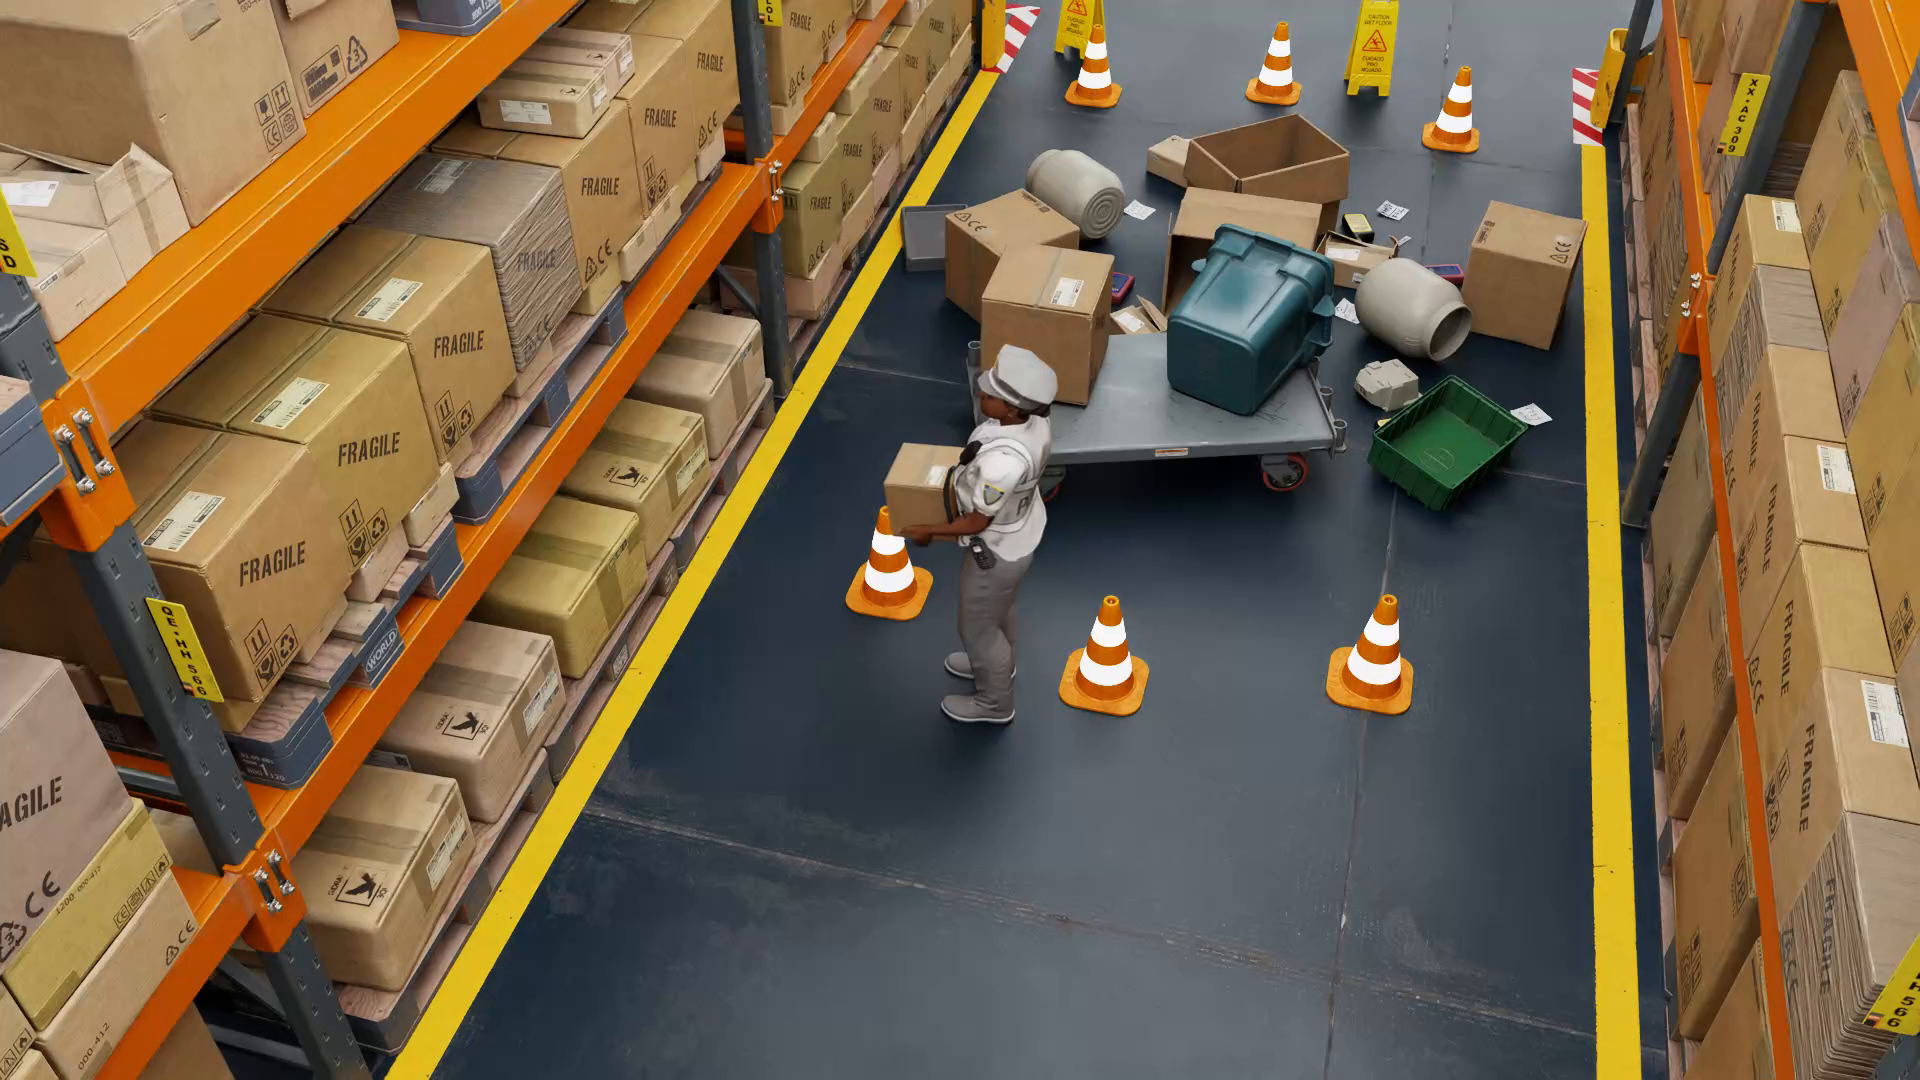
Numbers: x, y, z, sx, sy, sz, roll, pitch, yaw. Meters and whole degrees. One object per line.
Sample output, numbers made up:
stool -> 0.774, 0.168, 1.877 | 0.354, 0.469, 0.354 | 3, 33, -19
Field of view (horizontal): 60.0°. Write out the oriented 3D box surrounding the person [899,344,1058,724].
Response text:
person -> 0.071, -0.021, 6.161 | 0.540, 1.688, 0.449 | 10, 42, 11
